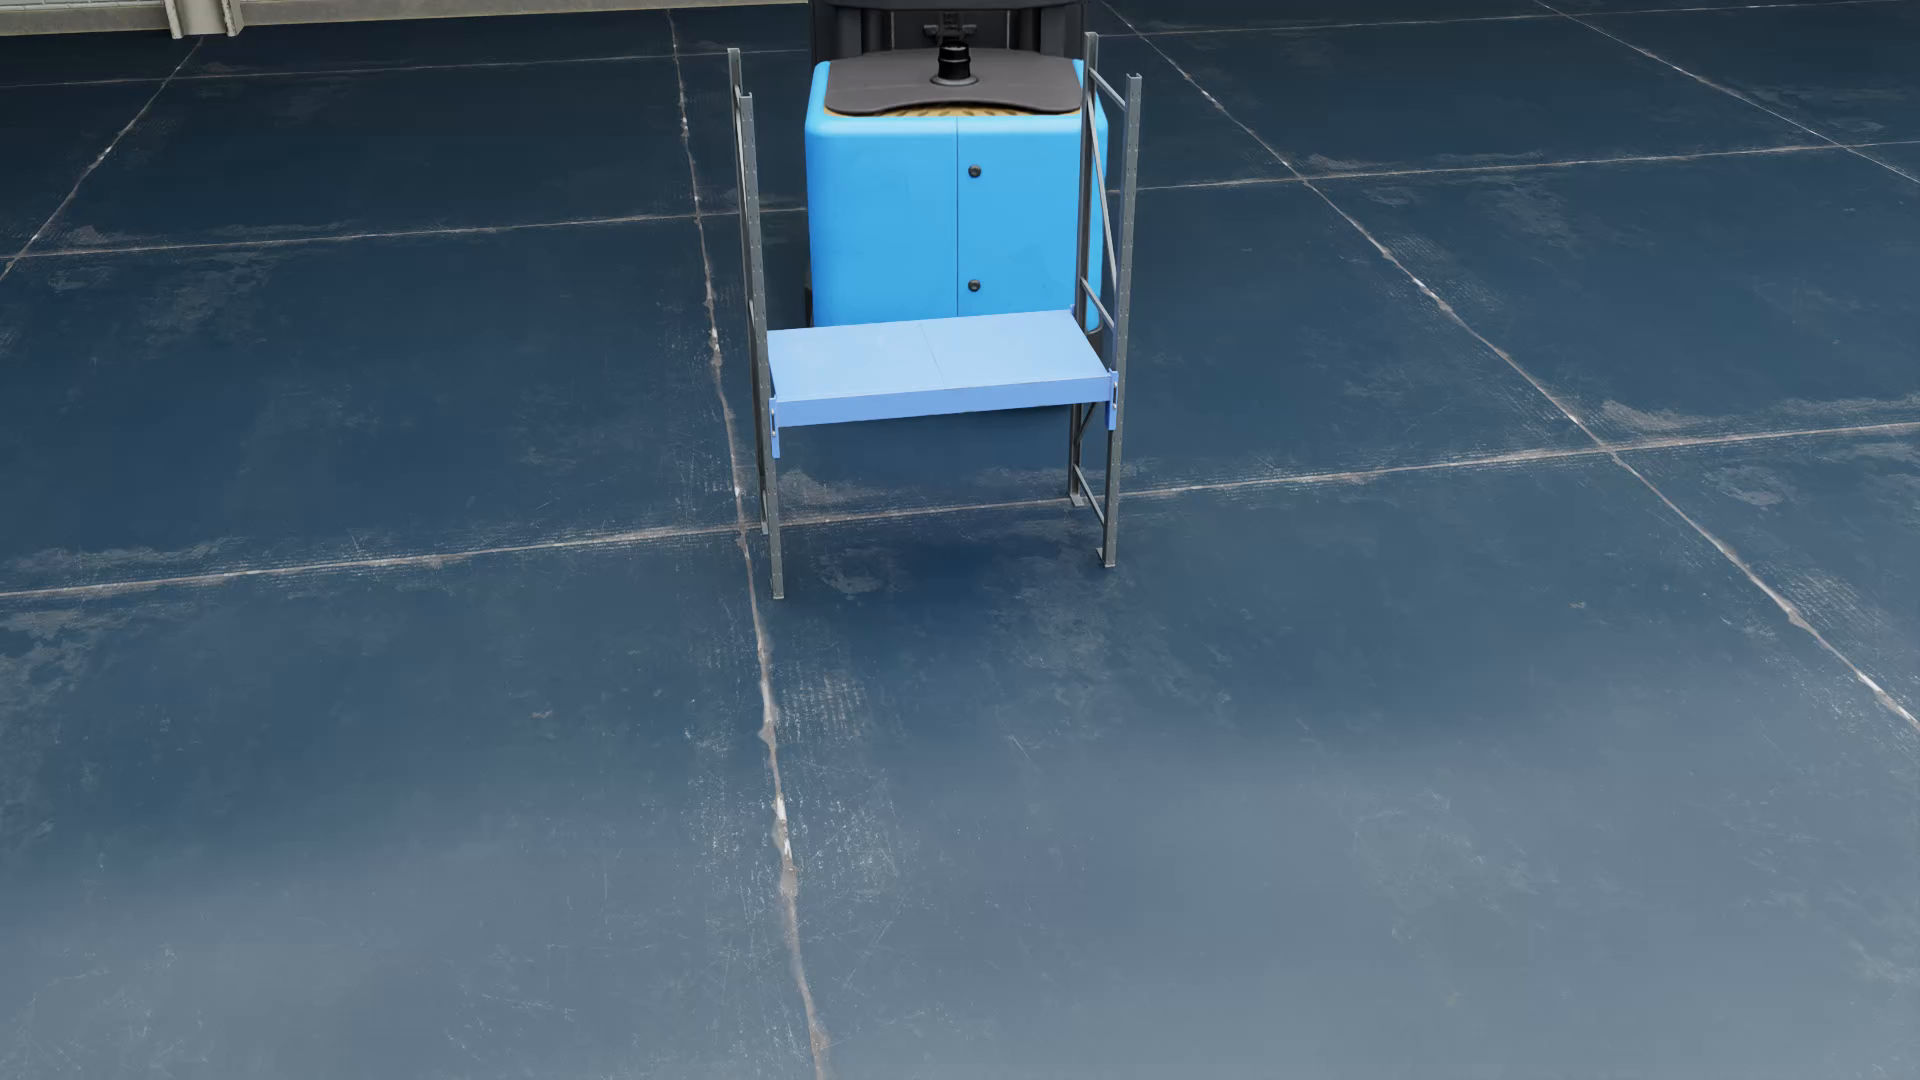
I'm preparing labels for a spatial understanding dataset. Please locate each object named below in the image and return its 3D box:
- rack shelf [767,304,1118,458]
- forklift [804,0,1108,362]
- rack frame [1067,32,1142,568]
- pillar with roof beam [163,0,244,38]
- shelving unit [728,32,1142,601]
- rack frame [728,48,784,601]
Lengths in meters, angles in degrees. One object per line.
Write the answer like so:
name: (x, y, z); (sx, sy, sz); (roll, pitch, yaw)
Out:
rack shelf: (-0.084, -0.484, 4.948); (1.000, 0.185, 0.538); (-5, 31, -9)
forklift: (-0.055, -2.478, 6.573); (1.130, 2.935, 3.031); (-1, 30, -2)
rack frame: (0.416, -0.685, 4.936); (0.032, 1.500, 0.500); (-5, 31, -9)
pillar with roof beam: (-4.165, -5.078, 5.008); (0.400, 9.000, 9.100); (-5, 31, -9)
shelving unit: (-0.084, -0.639, 4.857); (1.048, 1.500, 0.538); (-5, 31, -9)
rack frame: (-0.584, -0.592, 4.778); (0.032, 1.500, 0.500); (-5, 31, -9)
